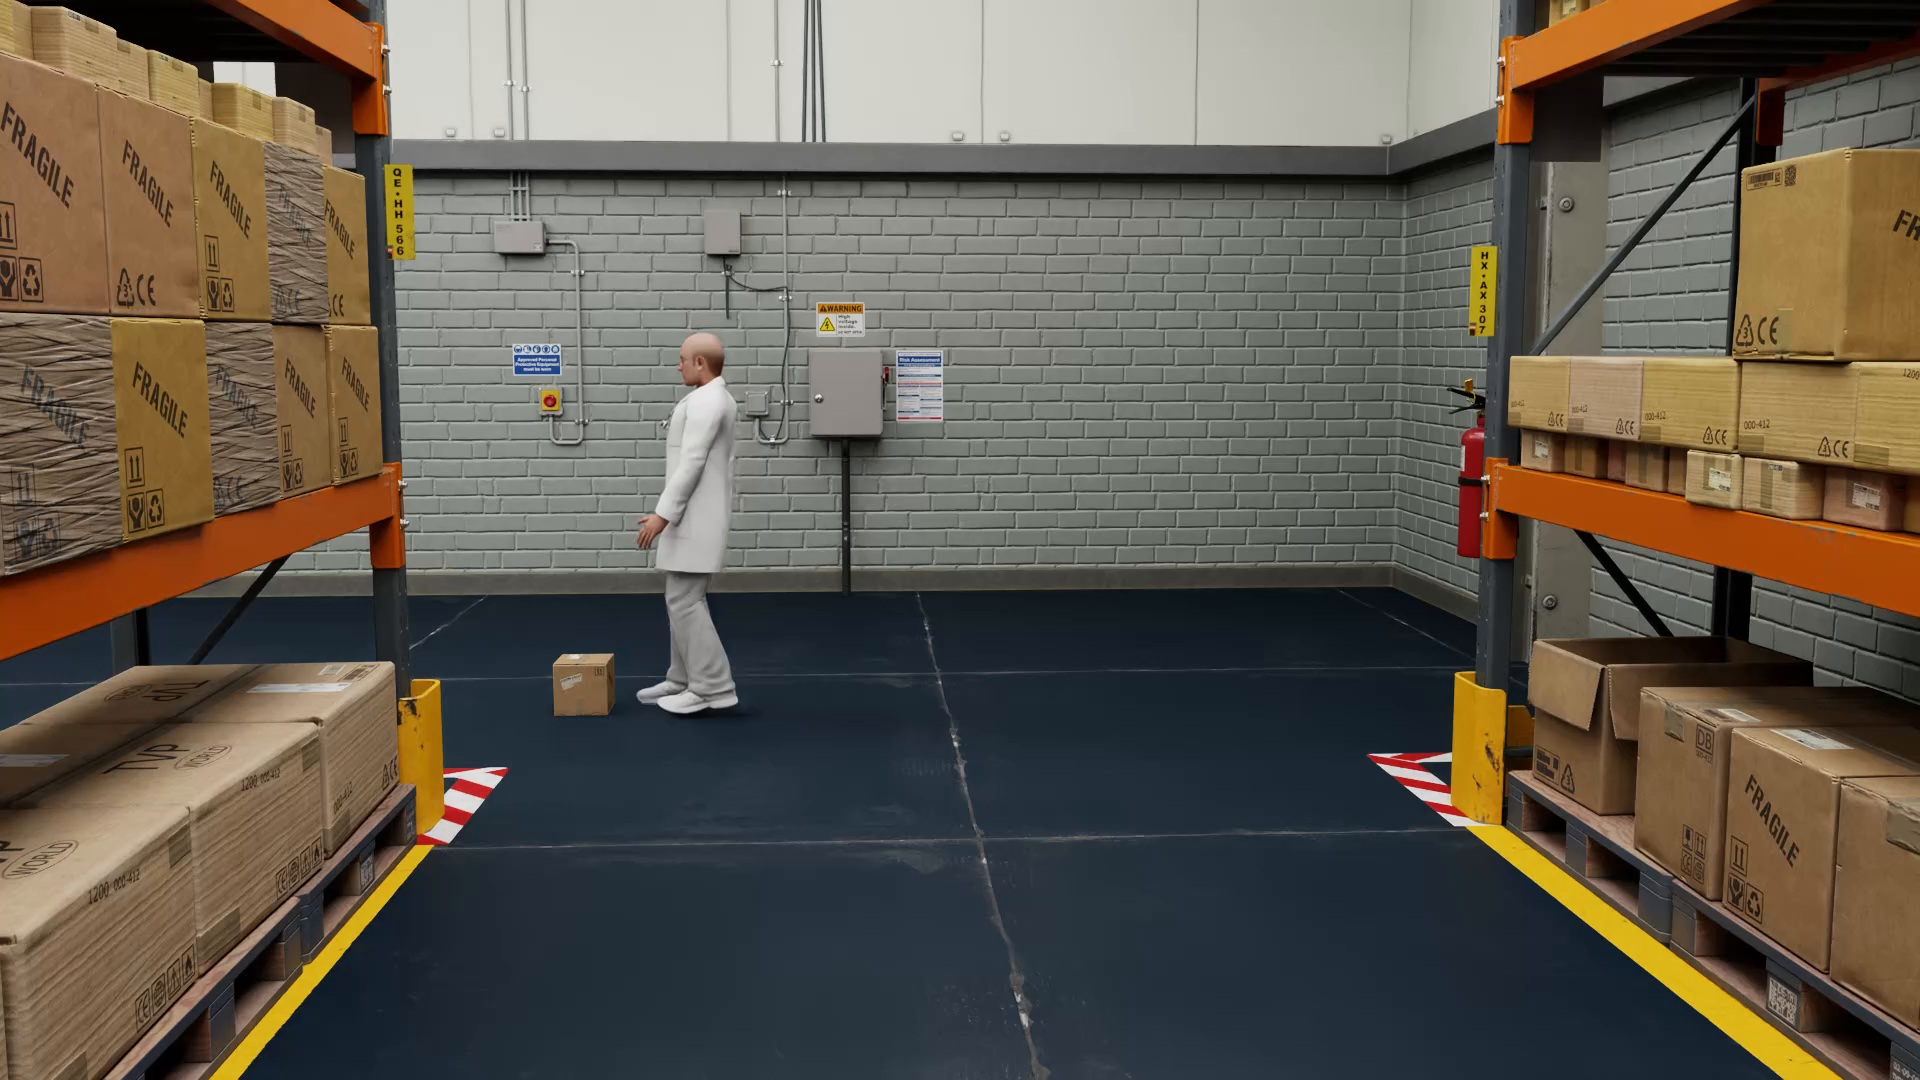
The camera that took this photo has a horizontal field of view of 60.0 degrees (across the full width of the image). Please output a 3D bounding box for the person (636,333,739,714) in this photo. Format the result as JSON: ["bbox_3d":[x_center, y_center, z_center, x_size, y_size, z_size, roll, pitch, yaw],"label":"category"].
[{"bbox_3d":[-1.317,-0.079,7.870,0.540,1.791,0.629,0,7,0],"label":"person"}]
